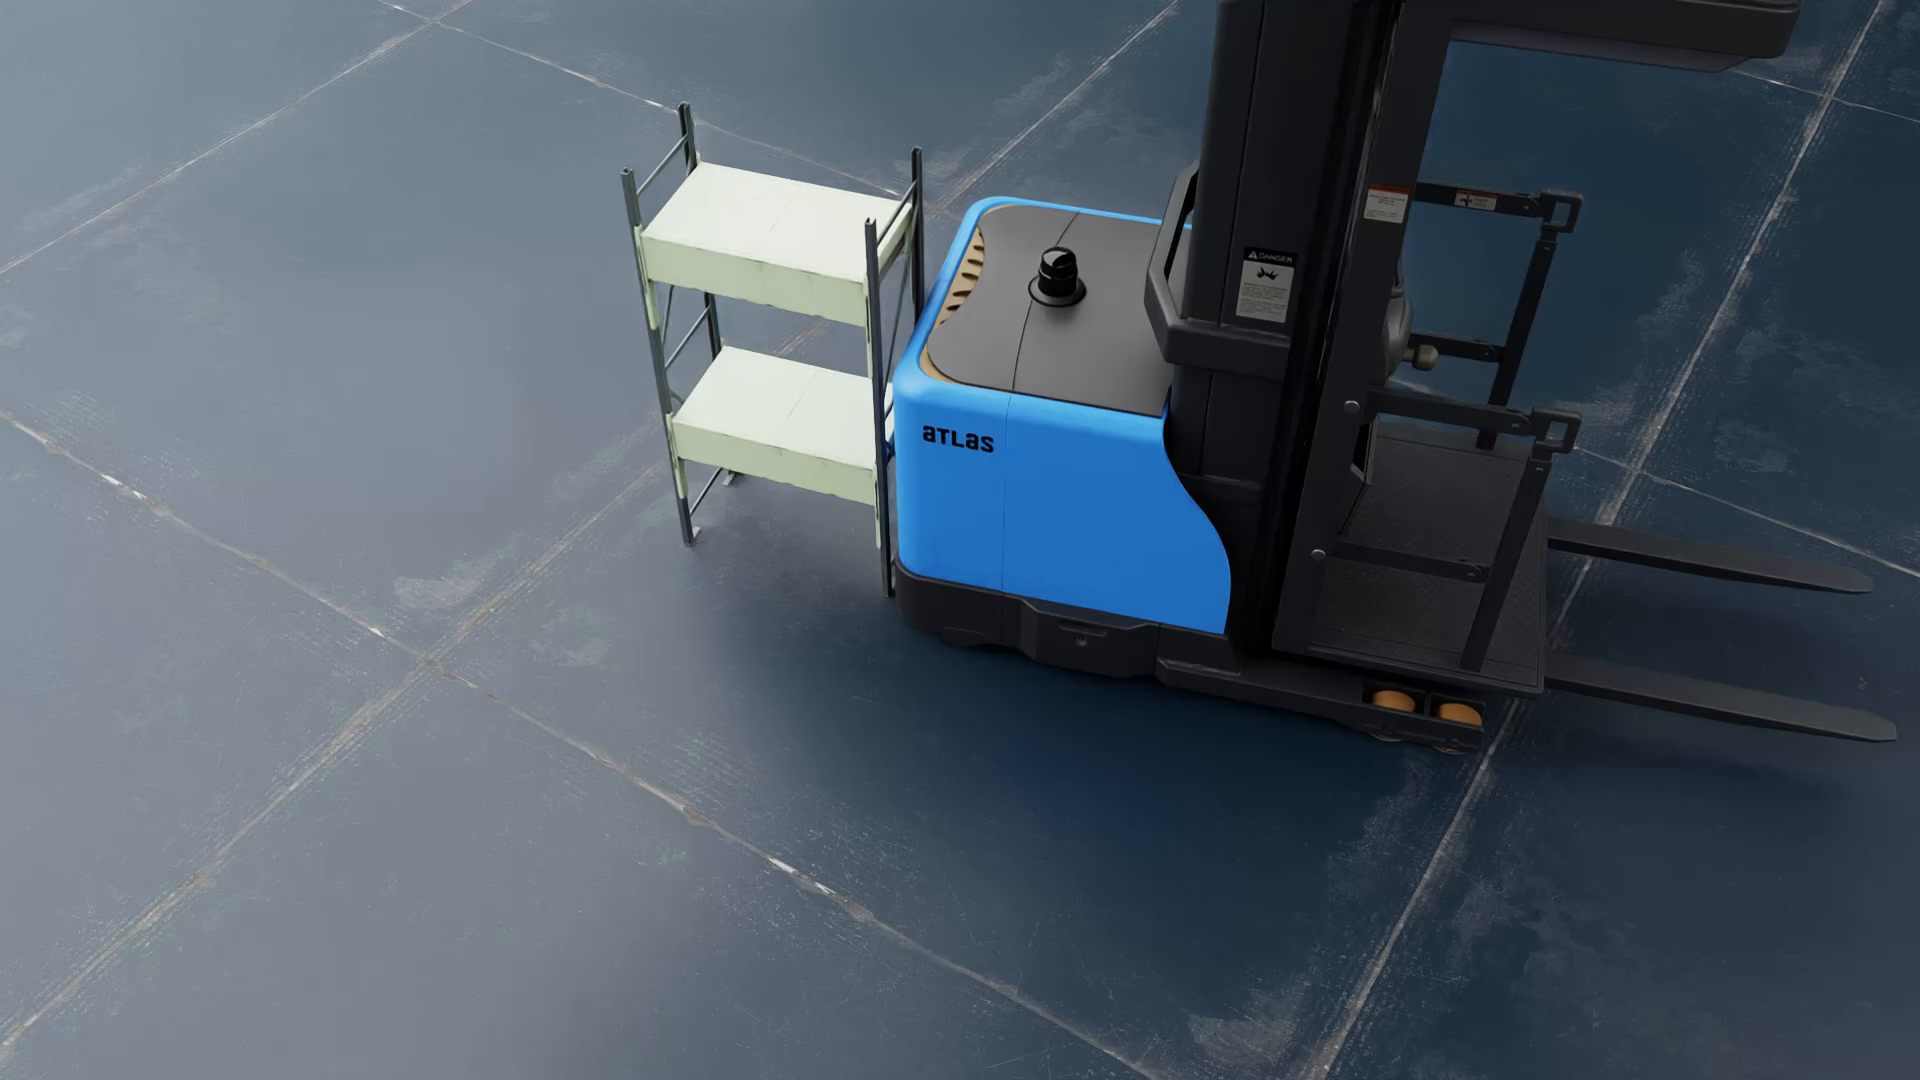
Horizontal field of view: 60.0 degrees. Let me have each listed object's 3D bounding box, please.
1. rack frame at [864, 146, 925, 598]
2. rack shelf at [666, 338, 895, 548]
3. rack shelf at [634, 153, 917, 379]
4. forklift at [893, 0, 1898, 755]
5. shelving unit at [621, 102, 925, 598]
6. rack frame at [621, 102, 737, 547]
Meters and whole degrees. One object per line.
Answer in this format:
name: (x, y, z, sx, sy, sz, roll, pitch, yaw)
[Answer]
rack frame: (-0.184, -0.465, 5.156, 0.023, 1.500, 0.400, 14, 47, 13)
rack shelf: (-0.530, -0.324, 5.474, 0.720, 0.370, 0.431, 14, 47, 13)
rack shelf: (-0.530, -0.823, 4.960, 0.720, 0.370, 0.431, 14, 47, 13)
forklift: (1.368, -0.788, 4.472, 3.031, 2.935, 1.130, 11, 47, 10)
shelving unit: (-0.530, -0.551, 5.240, 0.755, 1.500, 0.431, 14, 47, 13)
rack frame: (-0.876, -0.637, 5.323, 0.023, 1.500, 0.400, 14, 47, 13)
